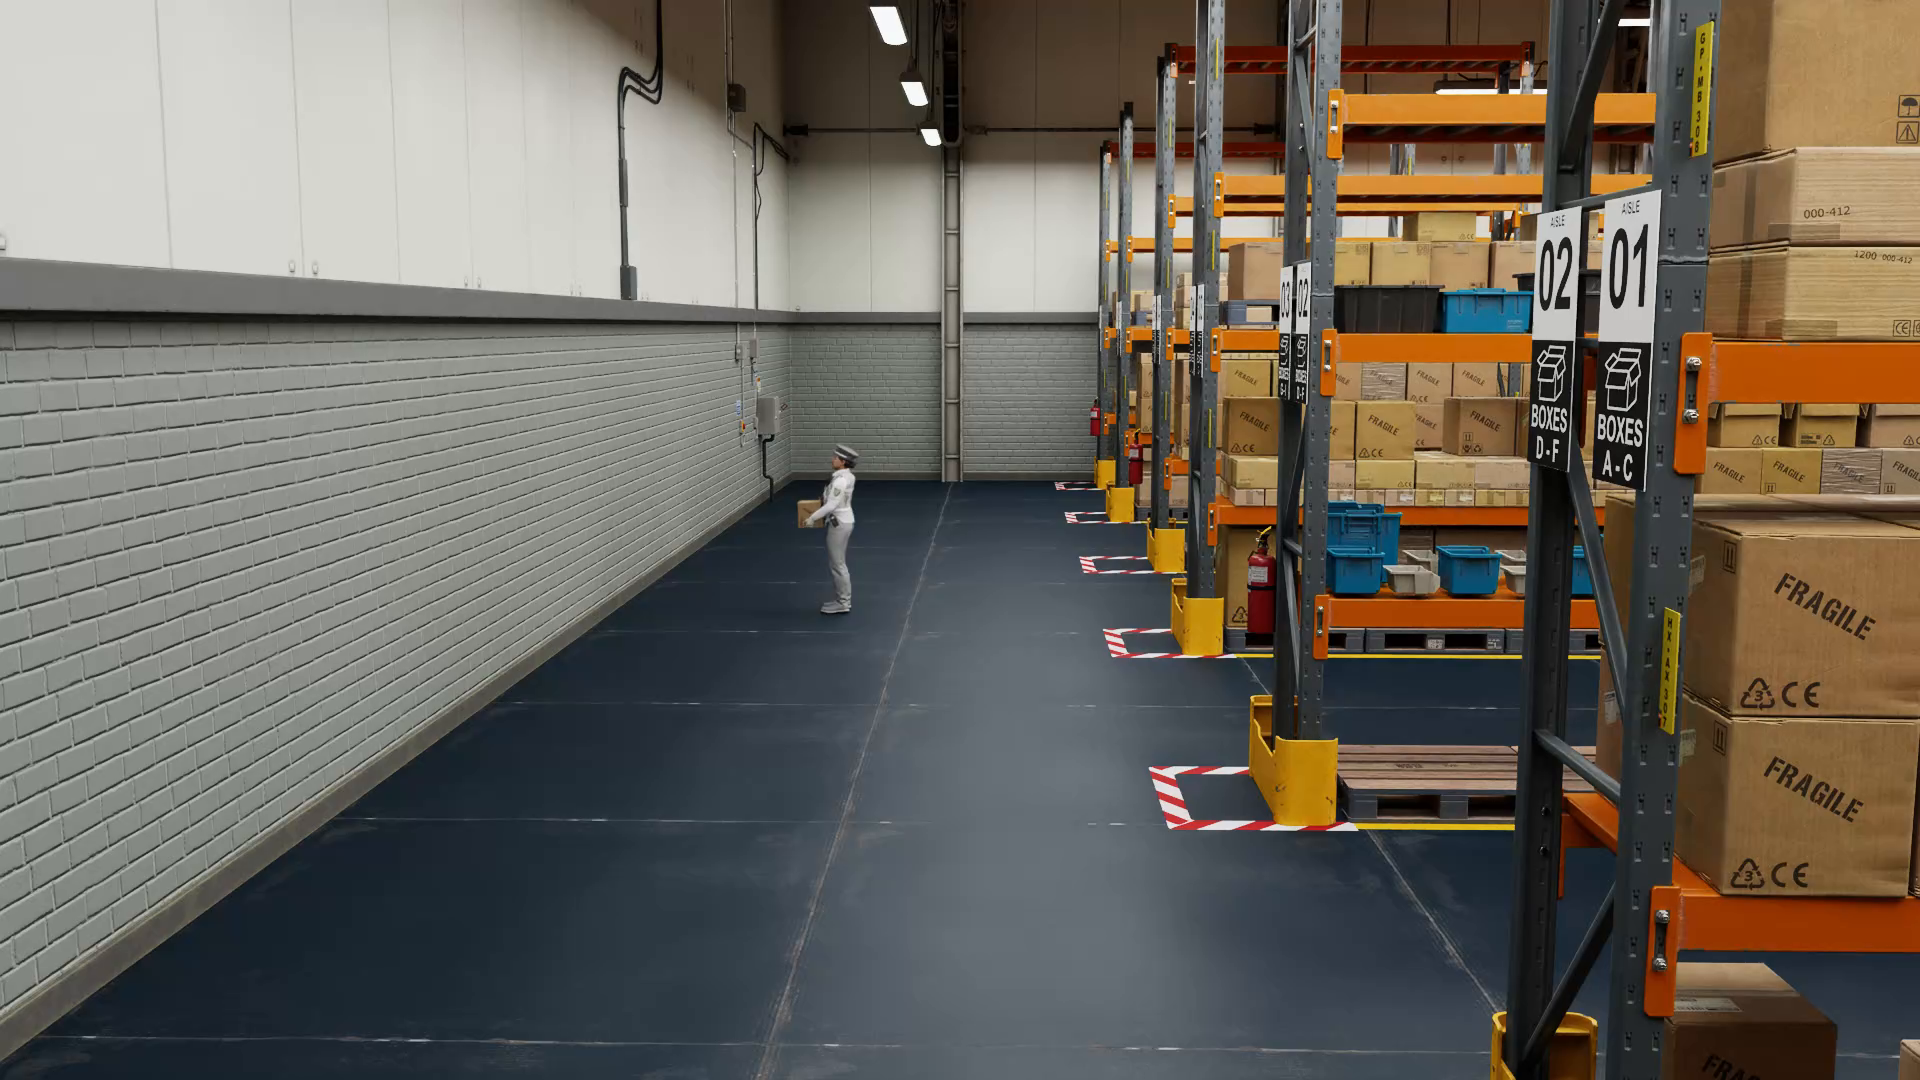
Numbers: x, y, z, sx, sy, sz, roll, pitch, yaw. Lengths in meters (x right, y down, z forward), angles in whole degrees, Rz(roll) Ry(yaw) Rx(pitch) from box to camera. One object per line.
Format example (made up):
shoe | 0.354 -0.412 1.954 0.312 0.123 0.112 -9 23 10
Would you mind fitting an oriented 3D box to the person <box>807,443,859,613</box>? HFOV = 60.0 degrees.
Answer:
person | -1.277 -0.127 16.631 0.554 1.695 0.467 1 7 6
